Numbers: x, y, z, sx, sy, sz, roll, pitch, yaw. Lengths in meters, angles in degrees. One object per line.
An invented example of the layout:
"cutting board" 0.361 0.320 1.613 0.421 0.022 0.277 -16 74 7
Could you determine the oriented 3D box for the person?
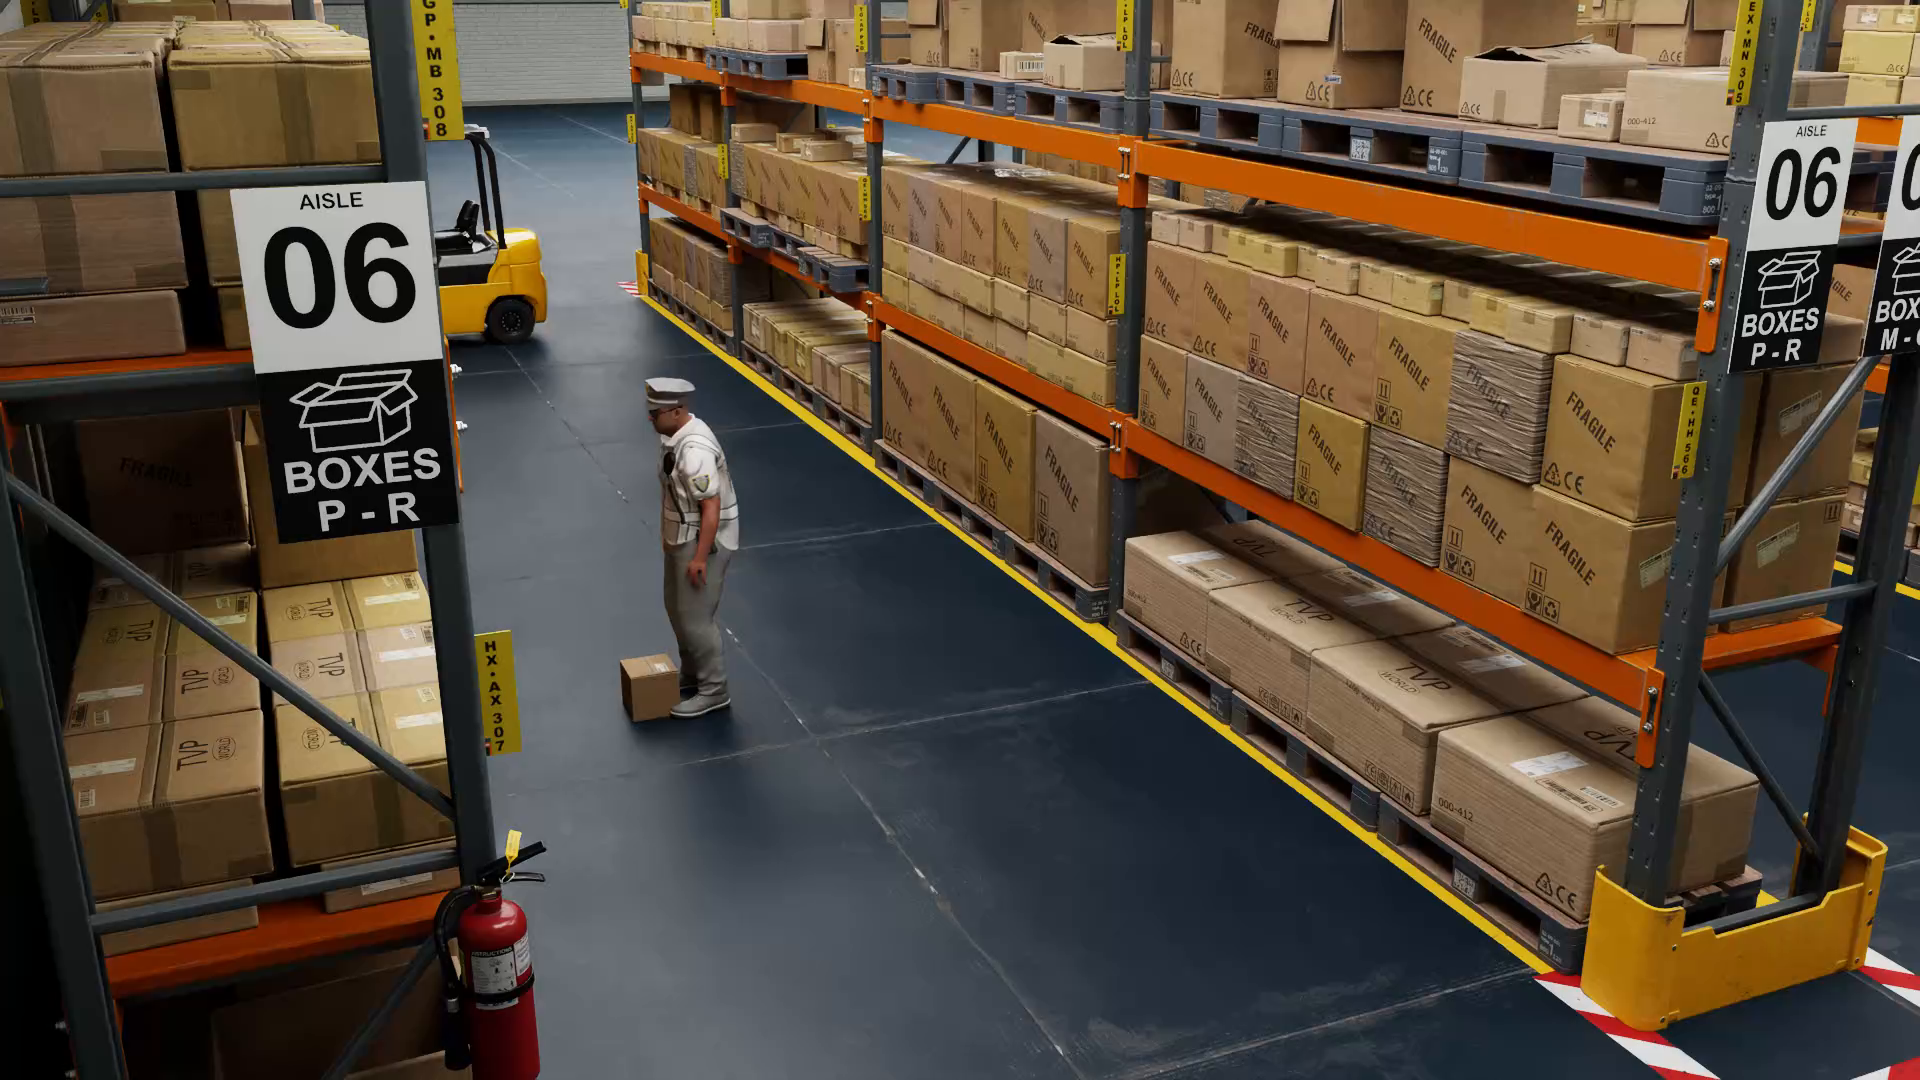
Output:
"person" -1.361 0.018 8.496 0.434 1.748 0.588 -8 20 -23
